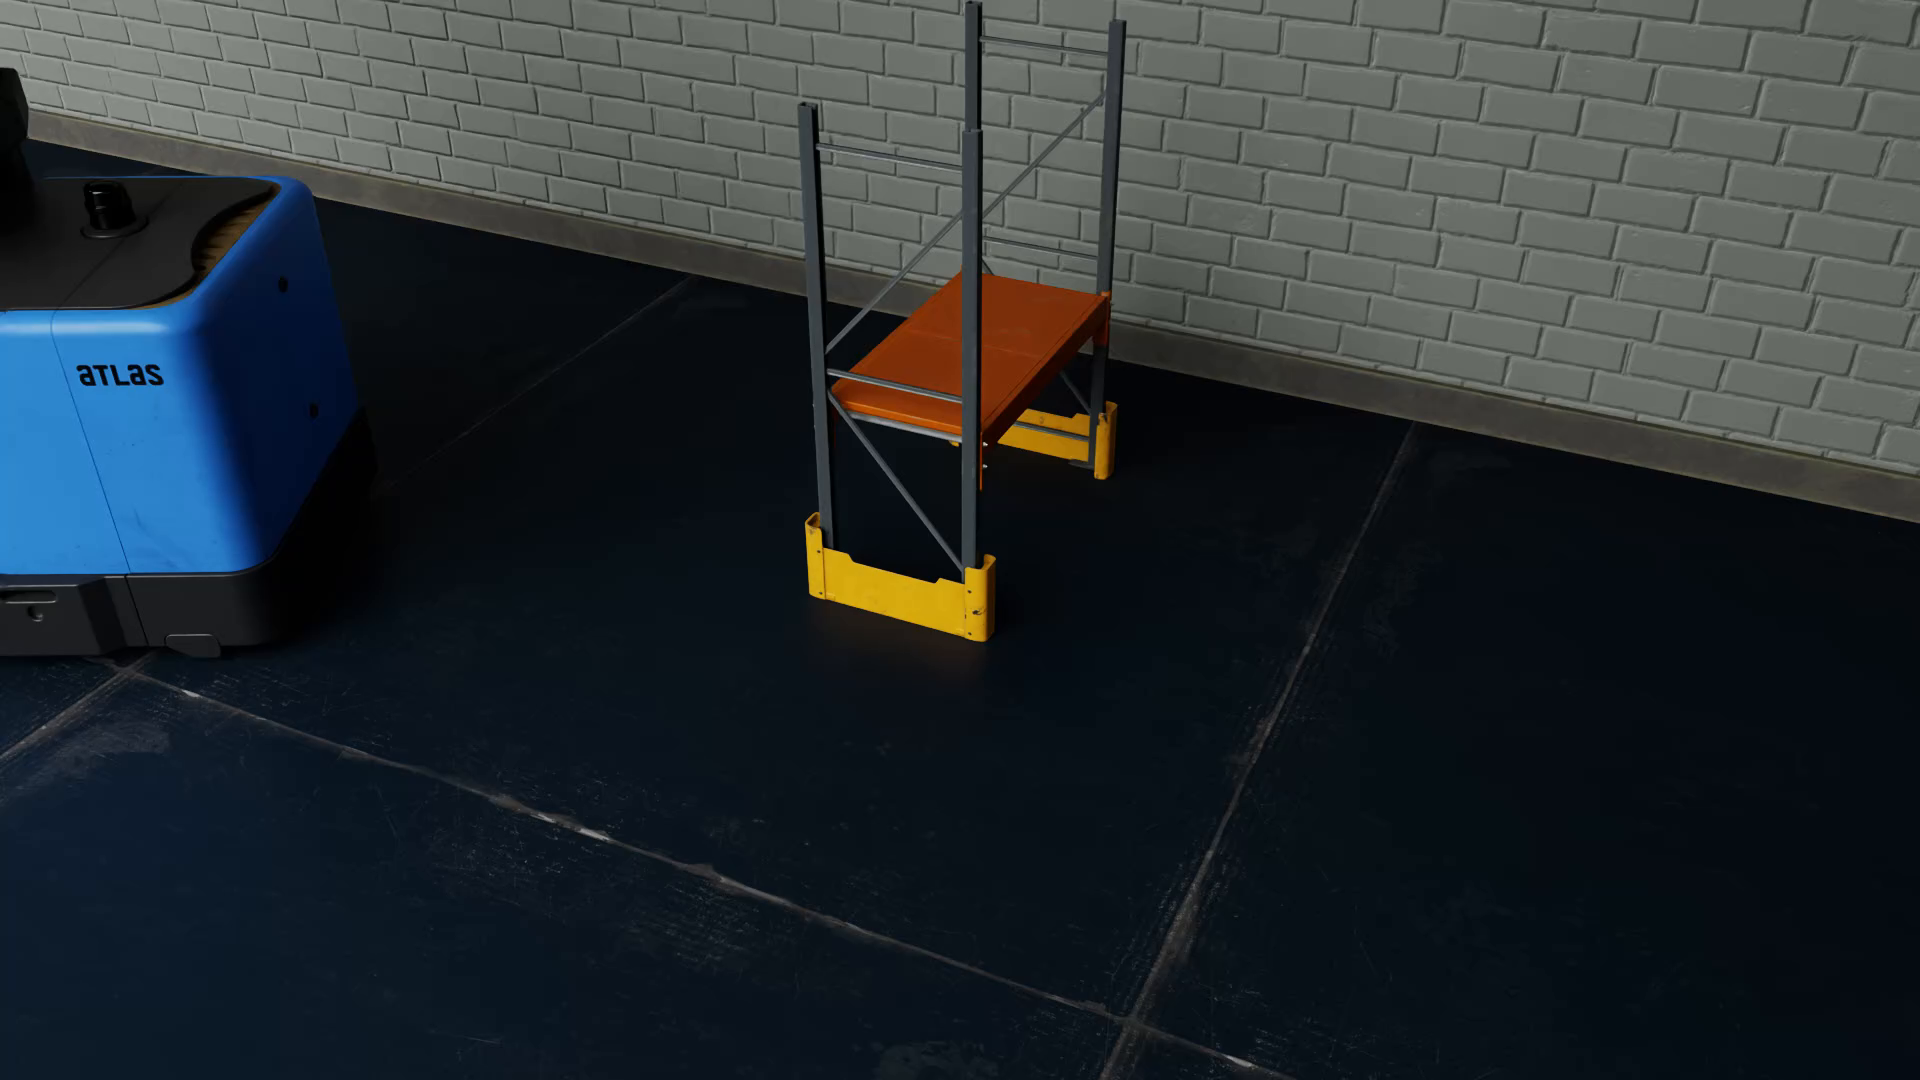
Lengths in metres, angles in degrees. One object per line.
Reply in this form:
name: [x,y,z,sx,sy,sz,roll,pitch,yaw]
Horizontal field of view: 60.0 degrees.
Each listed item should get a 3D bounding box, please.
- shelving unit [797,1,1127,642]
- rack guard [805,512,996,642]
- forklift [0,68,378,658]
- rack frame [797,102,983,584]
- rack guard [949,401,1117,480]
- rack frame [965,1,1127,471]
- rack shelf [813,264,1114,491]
shelving unit: [0.032,-0.665,4.897,0.587,1.500,1.083,14,36,20]
rack guard: [-0.176,0.106,4.861,0.587,0.250,0.087,14,36,20]
forklift: [-3.419,-1.142,4.319,3.031,2.935,1.130,-1,33,-1]
rack frame: [-0.177,-0.417,4.517,0.500,1.500,0.032,14,36,20]
rack guard: [0.240,-0.391,5.618,0.587,0.250,0.087,14,36,20]
rack frame: [0.248,-0.923,5.290,0.500,1.500,0.032,14,36,20]
rack shelf: [0.036,-0.519,5.002,0.538,0.185,1.000,14,36,20]
